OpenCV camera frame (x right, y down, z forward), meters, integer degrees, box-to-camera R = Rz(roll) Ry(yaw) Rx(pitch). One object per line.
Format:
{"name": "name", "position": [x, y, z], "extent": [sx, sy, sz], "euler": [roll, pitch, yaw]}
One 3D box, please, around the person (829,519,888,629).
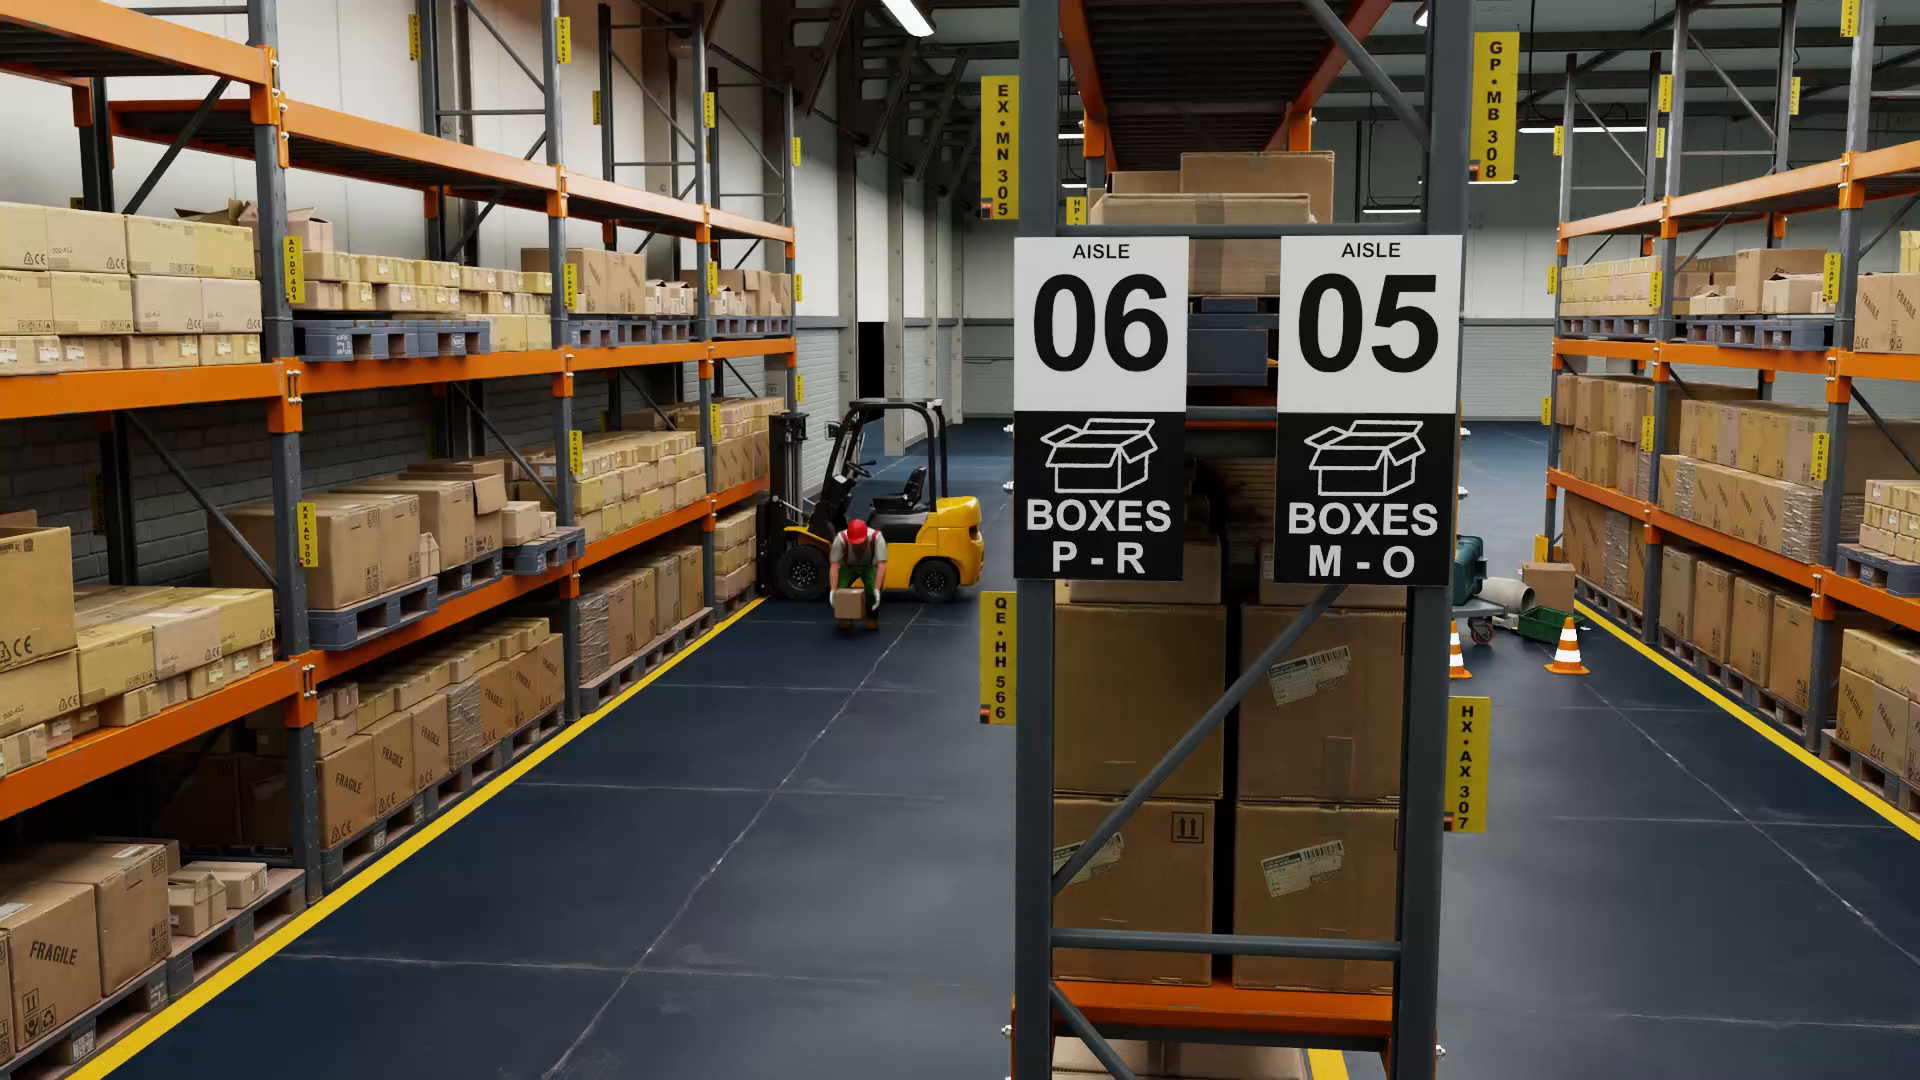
{"name": "person", "position": [-0.974, 0.322, 16.265], "extent": [0.583, 1.136, 0.854], "euler": [1, 8, 6]}
